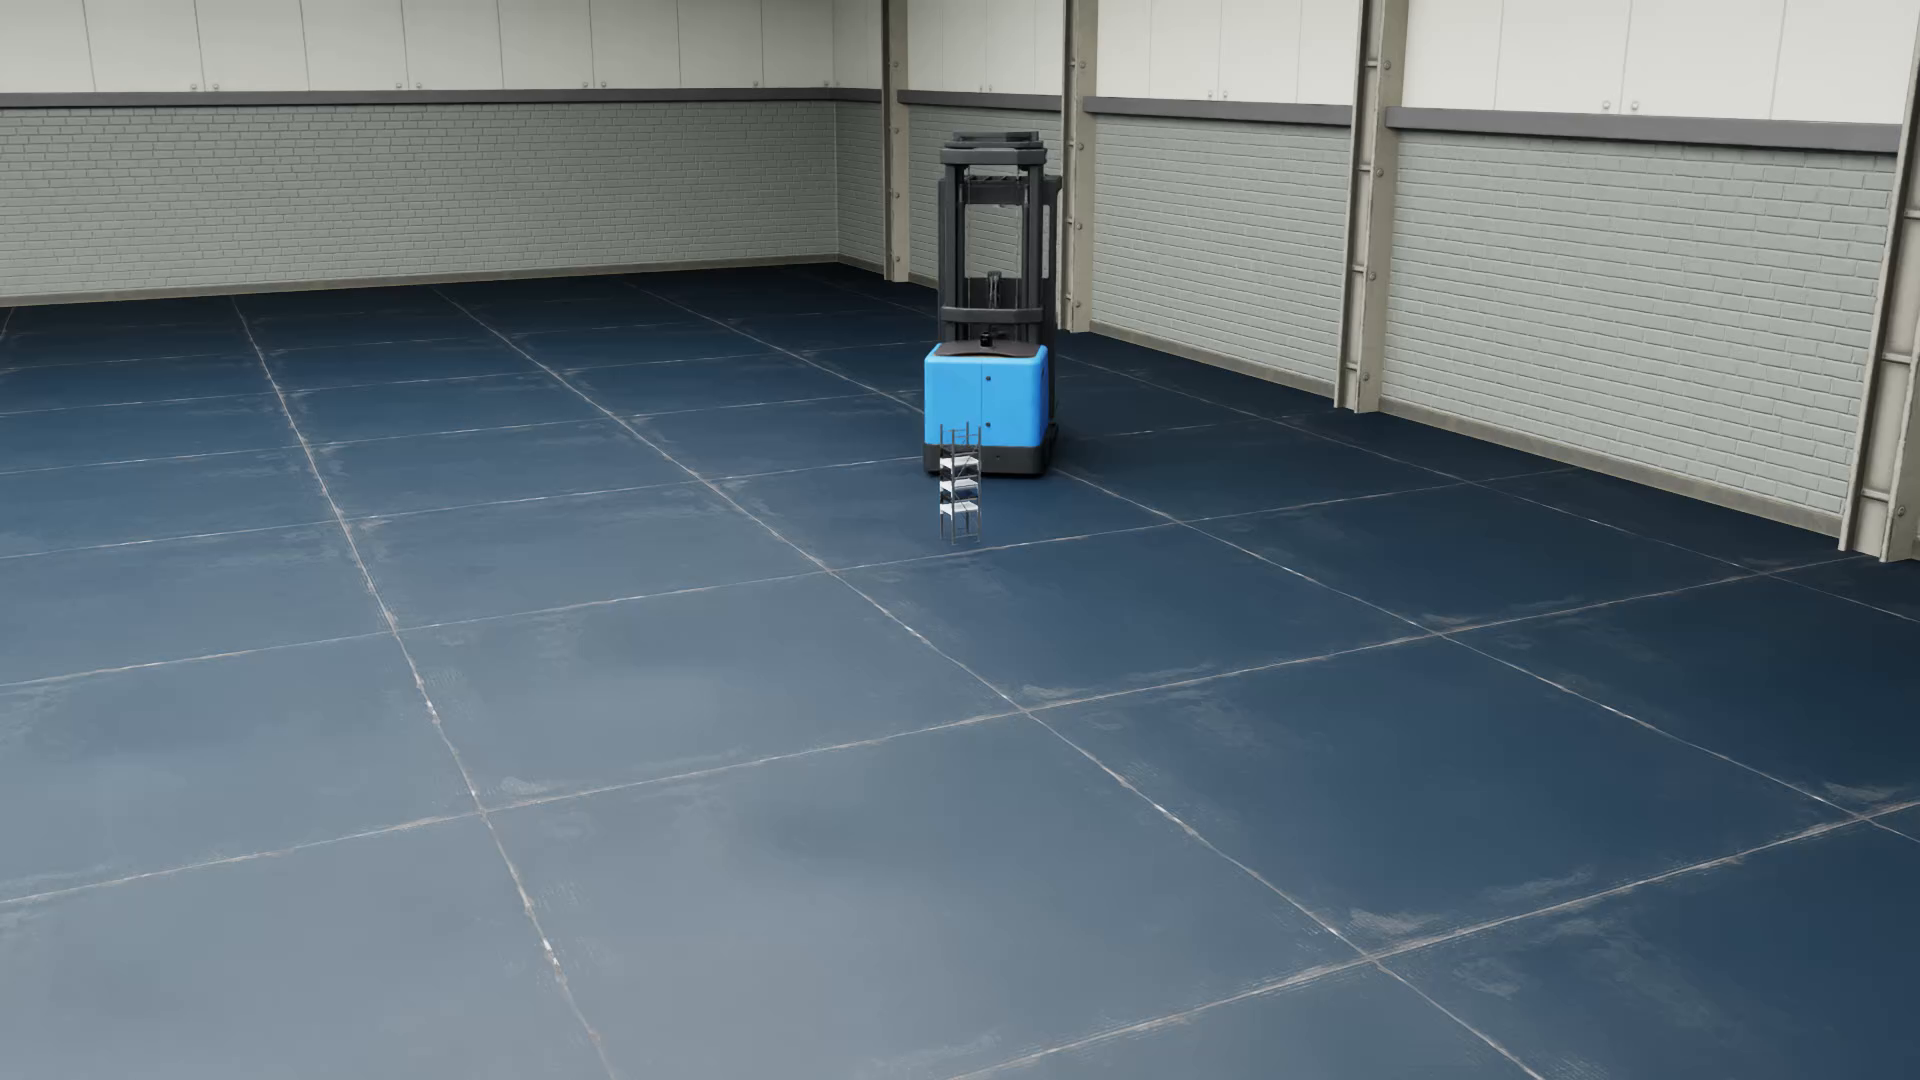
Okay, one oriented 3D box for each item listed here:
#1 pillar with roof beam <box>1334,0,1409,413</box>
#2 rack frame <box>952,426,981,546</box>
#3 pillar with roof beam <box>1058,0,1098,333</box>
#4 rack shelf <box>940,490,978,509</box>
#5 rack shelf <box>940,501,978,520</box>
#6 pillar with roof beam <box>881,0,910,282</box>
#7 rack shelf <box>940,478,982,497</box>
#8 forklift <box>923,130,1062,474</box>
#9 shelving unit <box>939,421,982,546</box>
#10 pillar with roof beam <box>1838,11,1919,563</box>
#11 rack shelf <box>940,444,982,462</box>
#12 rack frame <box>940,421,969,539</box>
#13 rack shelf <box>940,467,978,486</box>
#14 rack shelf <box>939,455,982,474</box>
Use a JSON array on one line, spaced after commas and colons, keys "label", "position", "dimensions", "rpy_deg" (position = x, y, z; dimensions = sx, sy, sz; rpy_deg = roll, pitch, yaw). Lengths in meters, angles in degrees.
[{"label": "pillar with roof beam", "position": [0.328, -5.194, 14.535], "dimensions": [9.100, 9.000, 0.400], "rpy_deg": [-8, 18, -25]}, {"label": "rack frame", "position": [0.048, -0.405, 12.532], "dimensions": [0.240, 0.900, 0.006], "rpy_deg": [-8, 18, -25]}, {"label": "pillar with roof beam", "position": [-2.300, -6.682, 19.720], "dimensions": [9.100, 9.000, 0.400], "rpy_deg": [-8, 18, -25]}, {"label": "rack shelf", "position": [0.004, -0.312, 12.654], "dimensions": [0.258, 0.077, 0.200], "rpy_deg": [-8, 18, -25]}, {"label": "rack shelf", "position": [0.004, -0.225, 12.678], "dimensions": [0.258, 0.077, 0.200], "rpy_deg": [-8, 18, -25]}, {"label": "pillar with roof beam", "position": [-4.929, -8.169, 24.904], "dimensions": [9.100, 9.000, 0.400], "rpy_deg": [-8, 18, -25]}, {"label": "rack shelf", "position": [0.004, -0.398, 12.629], "dimensions": [0.258, 0.077, 0.200], "rpy_deg": [-8, 18, -25]}, {"label": "forklift", "position": [0.372, -2.345, 15.608], "dimensions": [1.130, 2.935, 3.031], "rpy_deg": [2, 16, 7]}, {"label": "shelving unit", "position": [0.004, -0.431, 12.620], "dimensions": [0.258, 0.900, 0.210], "rpy_deg": [-8, 18, -25]}, {"label": "pillar with roof beam", "position": [2.957, -3.706, 9.351], "dimensions": [9.100, 9.000, 0.400], "rpy_deg": [-8, 18, -25]}, {"label": "rack shelf", "position": [0.004, -0.658, 12.554], "dimensions": [0.258, 0.077, 0.200], "rpy_deg": [-8, 18, -25]}, {"label": "rack frame", "position": [-0.041, -0.456, 12.707], "dimensions": [0.240, 0.900, 0.006], "rpy_deg": [-8, 18, -25]}, {"label": "rack shelf", "position": [0.004, -0.485, 12.604], "dimensions": [0.258, 0.077, 0.200], "rpy_deg": [-8, 18, -25]}, {"label": "rack shelf", "position": [0.004, -0.572, 12.579], "dimensions": [0.258, 0.077, 0.200], "rpy_deg": [-8, 18, -25]}]
